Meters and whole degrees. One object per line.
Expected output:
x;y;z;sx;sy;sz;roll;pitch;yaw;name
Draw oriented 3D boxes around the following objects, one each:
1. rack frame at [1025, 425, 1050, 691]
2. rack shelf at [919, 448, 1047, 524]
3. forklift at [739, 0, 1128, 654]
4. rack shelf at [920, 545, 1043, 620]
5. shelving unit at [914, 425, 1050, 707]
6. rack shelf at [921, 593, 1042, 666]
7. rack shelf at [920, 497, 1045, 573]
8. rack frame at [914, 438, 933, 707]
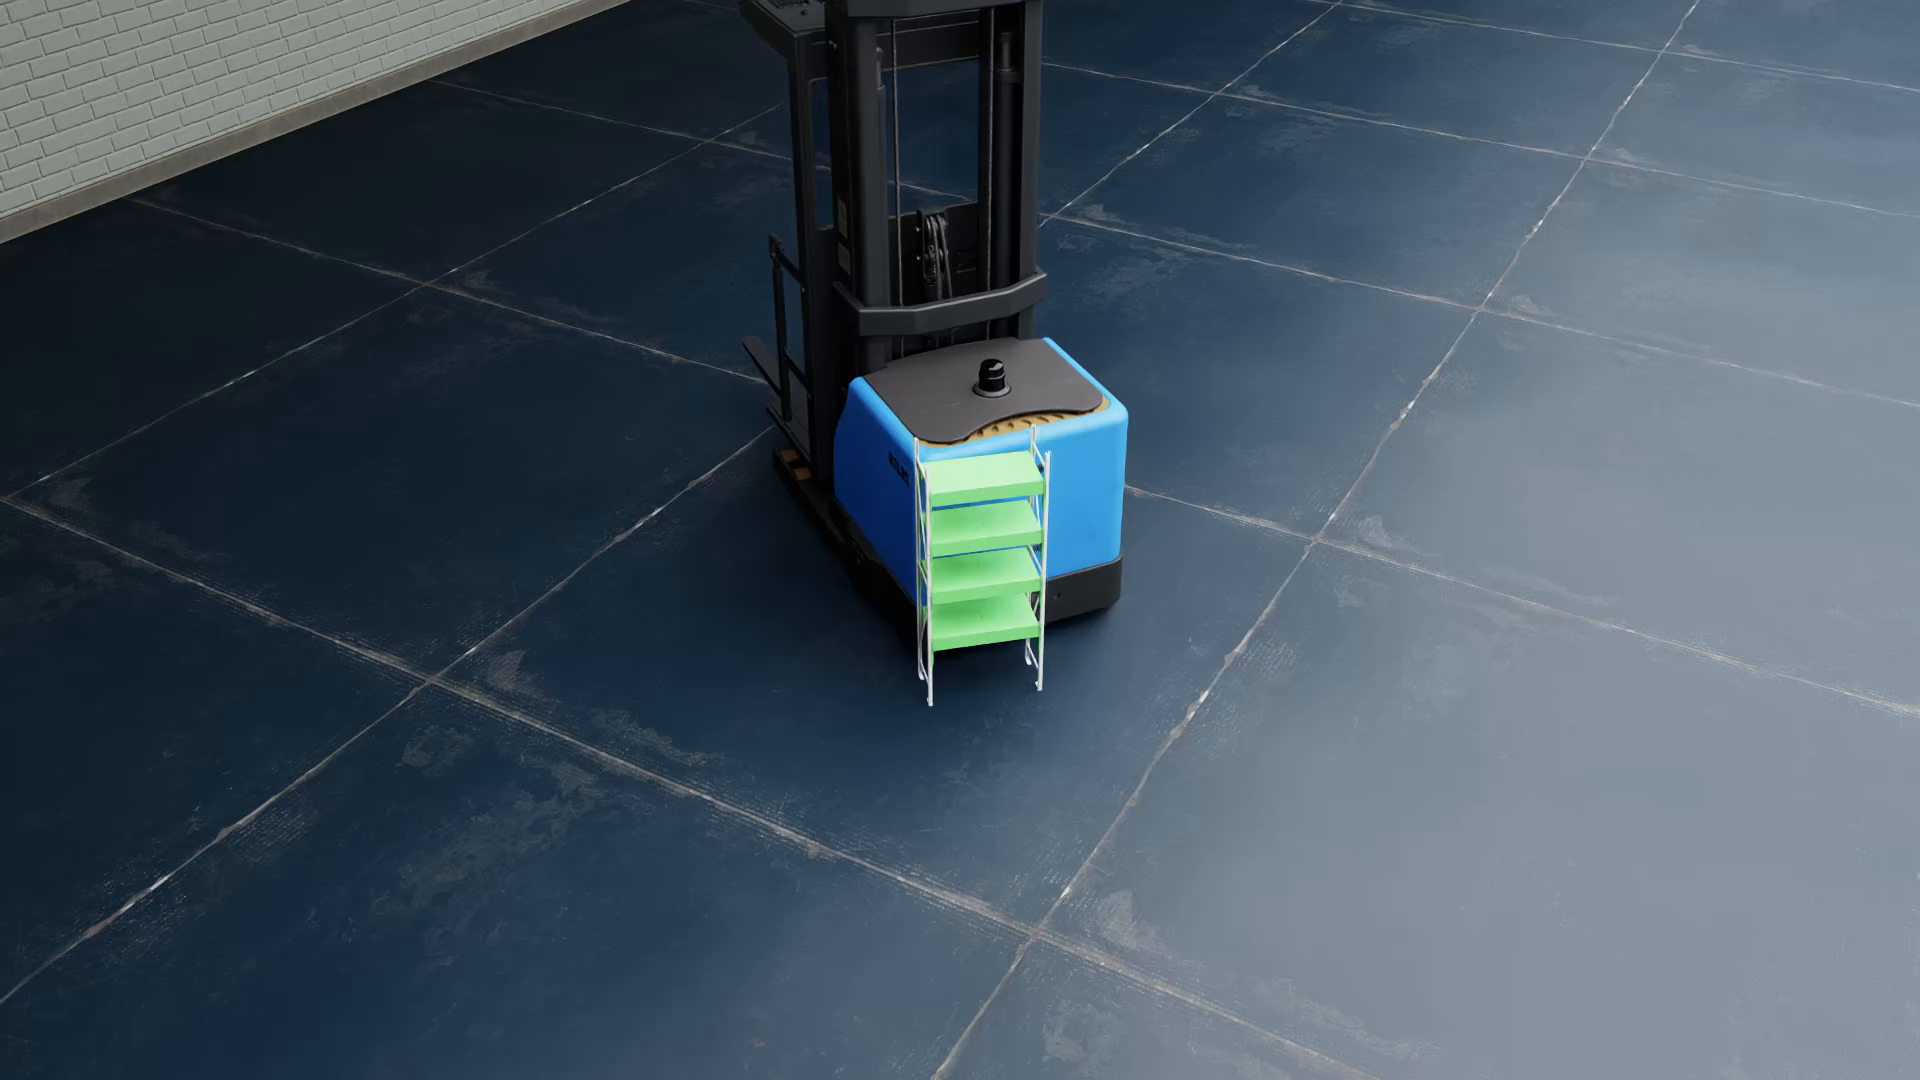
0.324;0.093;7.027;0.015;1.200;0.240;-7;34;-11;rack frame
0.086;-0.223;6.751;0.480;0.148;0.258;-7;34;-11;rack shelf
-0.327;-1.521;7.890;1.130;2.935;3.031;-14;36;-20;forklift
0.086;0.176;7.018;0.480;0.148;0.258;-7;34;-11;rack shelf
0.086;0.123;6.982;0.503;1.200;0.258;-7;34;-11;shelving unit
0.086;0.376;7.151;0.480;0.148;0.258;-7;34;-11;rack shelf
0.086;-0.023;6.885;0.480;0.148;0.258;-7;34;-11;rack shelf
-0.152;0.153;6.937;0.015;1.200;0.240;-7;34;-11;rack frame
